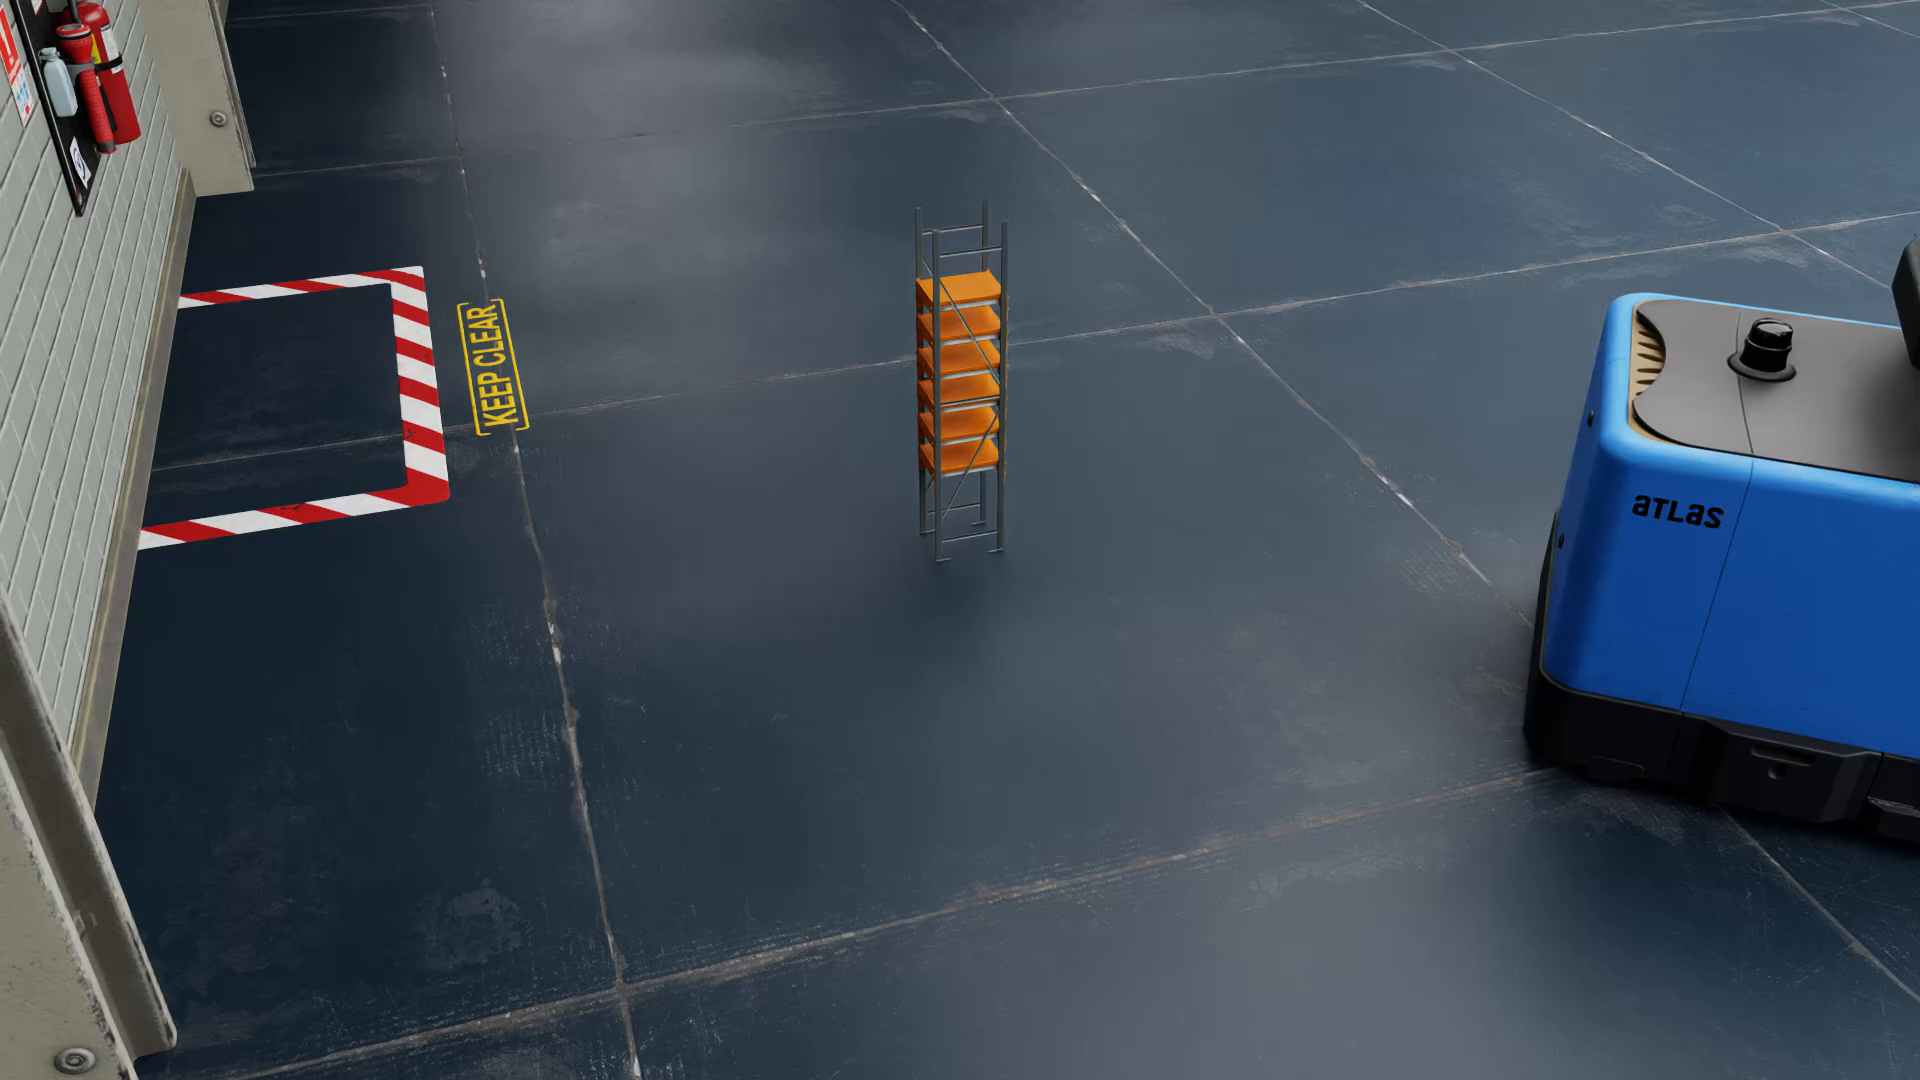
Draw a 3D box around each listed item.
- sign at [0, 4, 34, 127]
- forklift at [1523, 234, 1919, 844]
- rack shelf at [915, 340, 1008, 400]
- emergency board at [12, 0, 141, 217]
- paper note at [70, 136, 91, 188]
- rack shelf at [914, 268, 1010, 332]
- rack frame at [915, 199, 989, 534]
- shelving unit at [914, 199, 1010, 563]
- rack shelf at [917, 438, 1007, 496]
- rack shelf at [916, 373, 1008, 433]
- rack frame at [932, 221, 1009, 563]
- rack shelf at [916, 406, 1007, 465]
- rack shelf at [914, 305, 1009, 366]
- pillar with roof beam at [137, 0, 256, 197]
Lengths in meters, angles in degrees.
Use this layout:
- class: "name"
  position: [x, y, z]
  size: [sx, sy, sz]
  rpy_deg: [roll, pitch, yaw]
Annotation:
- class: "sign"
  position: [-3.002, -1.505, 5.274]
  size: [0.001, 0.329, 0.234]
  rpy_deg: [-10, 35, -15]
- class: "forklift"
  position: [3.191, -0.554, 3.929]
  size: [3.031, 2.935, 1.130]
  rpy_deg: [11, 35, 16]
- class: "rack shelf"
  position: [0.004, -0.556, 5.366]
  size: [0.258, 0.103, 0.180]
  rpy_deg: [-10, 35, -15]
- class: "emergency board"
  position: [-3.073, -1.797, 5.749]
  size: [0.194, 1.169, 0.643]
  rpy_deg: [-10, 35, -15]
- class: "paper note"
  position: [-3.085, -1.325, 5.834]
  size: [0.016, 0.148, 0.142]
  rpy_deg: [-10, 35, -15]
- class: "rack shelf"
  position: [0.004, -0.756, 5.234]
  size: [0.258, 0.103, 0.180]
  rpy_deg: [-10, 35, -15]
- class: "rack frame"
  position: [-0.023, -0.541, 5.480]
  size: [0.240, 1.200, 0.006]
  rpy_deg: [-10, 35, -15]
- class: "shelving unit"
  position: [0.004, -0.493, 5.408]
  size: [0.258, 1.200, 0.189]
  rpy_deg: [-10, 35, -15]
- class: "rack shelf"
  position: [0.004, -0.256, 5.565]
  size: [0.258, 0.103, 0.180]
  rpy_deg: [-10, 35, -15]
- class: "rack shelf"
  position: [0.004, -0.456, 5.432]
  size: [0.258, 0.103, 0.180]
  rpy_deg: [-10, 35, -15]
- class: "rack frame"
  position: [0.032, -0.445, 5.335]
  size: [0.240, 1.200, 0.006]
  rpy_deg: [-10, 35, -15]
- class: "rack shelf"
  position: [0.004, -0.356, 5.498]
  size: [0.258, 0.103, 0.180]
  rpy_deg: [-10, 35, -15]
- class: "rack shelf"
  position: [0.004, -0.656, 5.300]
  size: [0.258, 0.103, 0.180]
  rpy_deg: [-10, 35, -15]
- class: "pillar with roof beam"
  position: [0.309, -6.328, 7.164]
  size: [9.100, 9.000, 0.400]
  rpy_deg: [-10, 35, -15]
